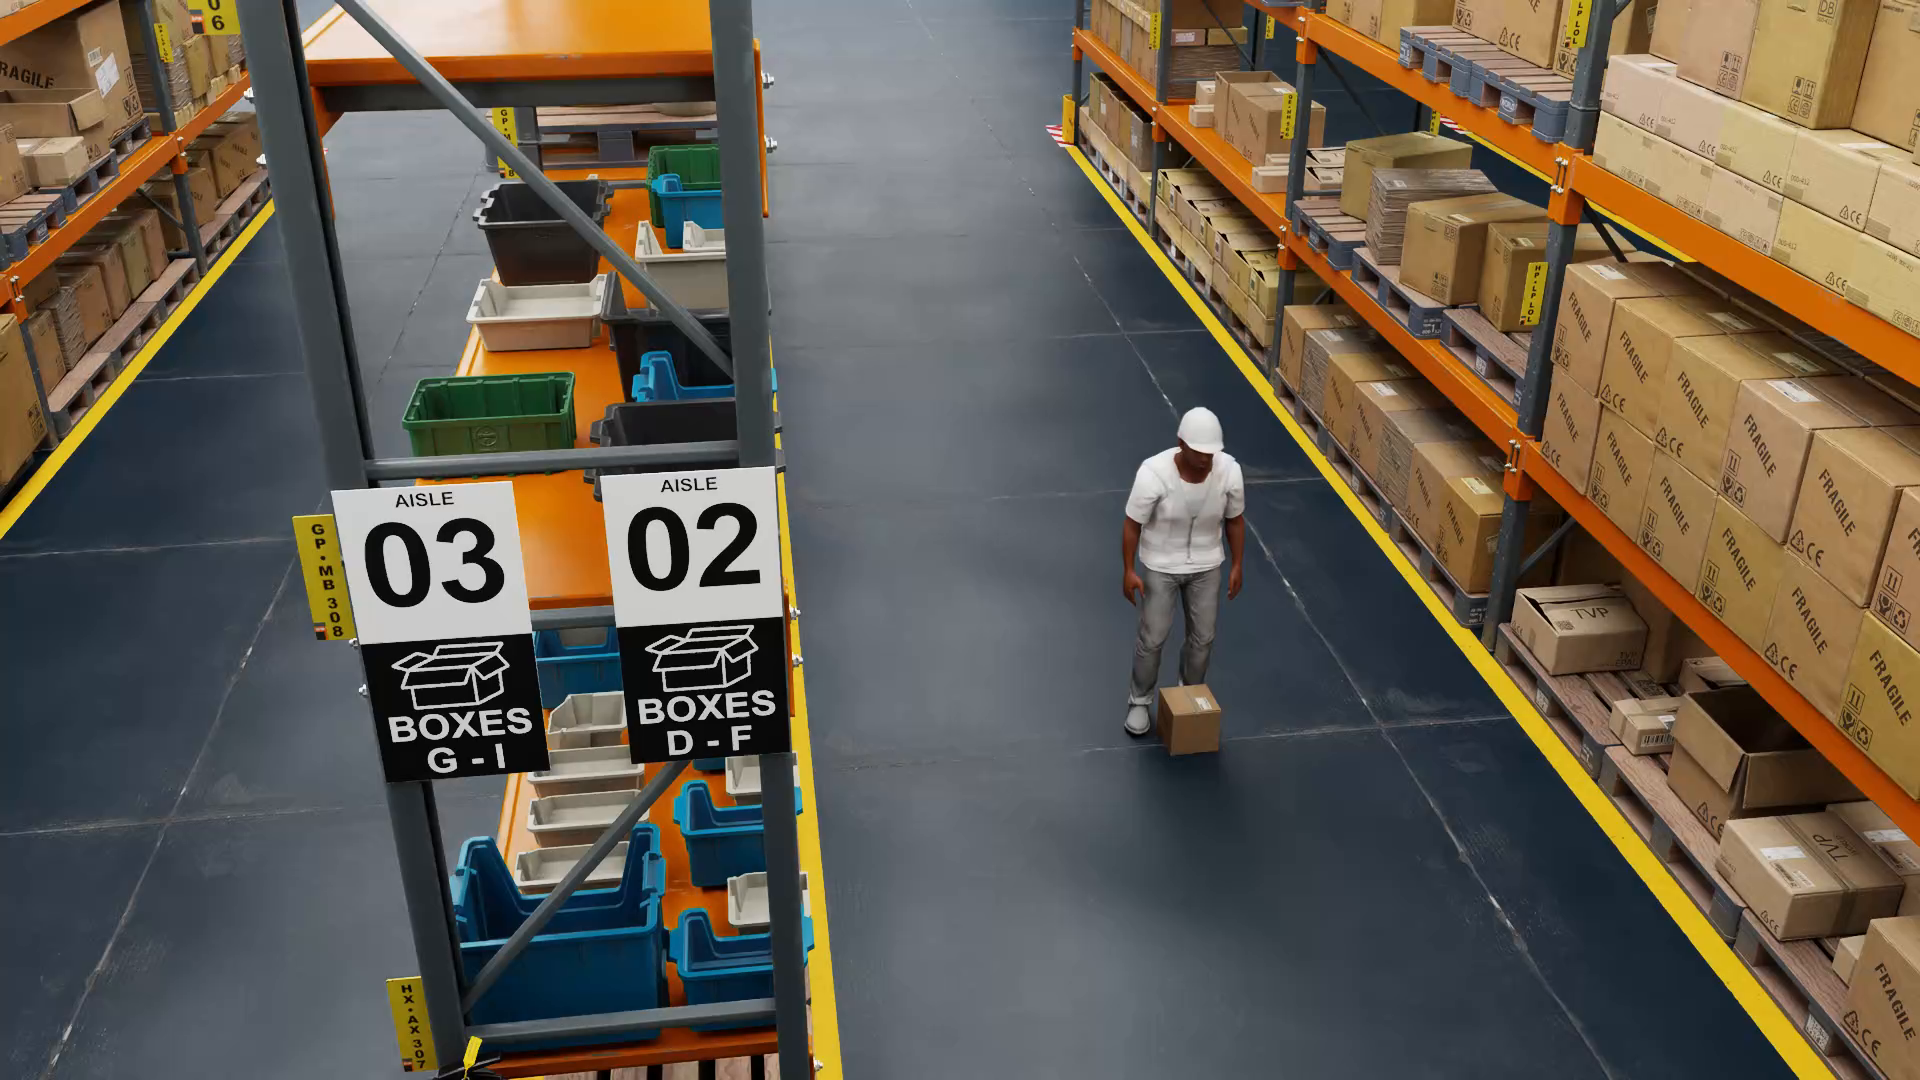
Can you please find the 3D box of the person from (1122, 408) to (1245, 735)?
[{"bbox_3d":[1.117,0.143,8.316,0.626,1.761,0.458,-4,27,-7],"label":"person"}]
